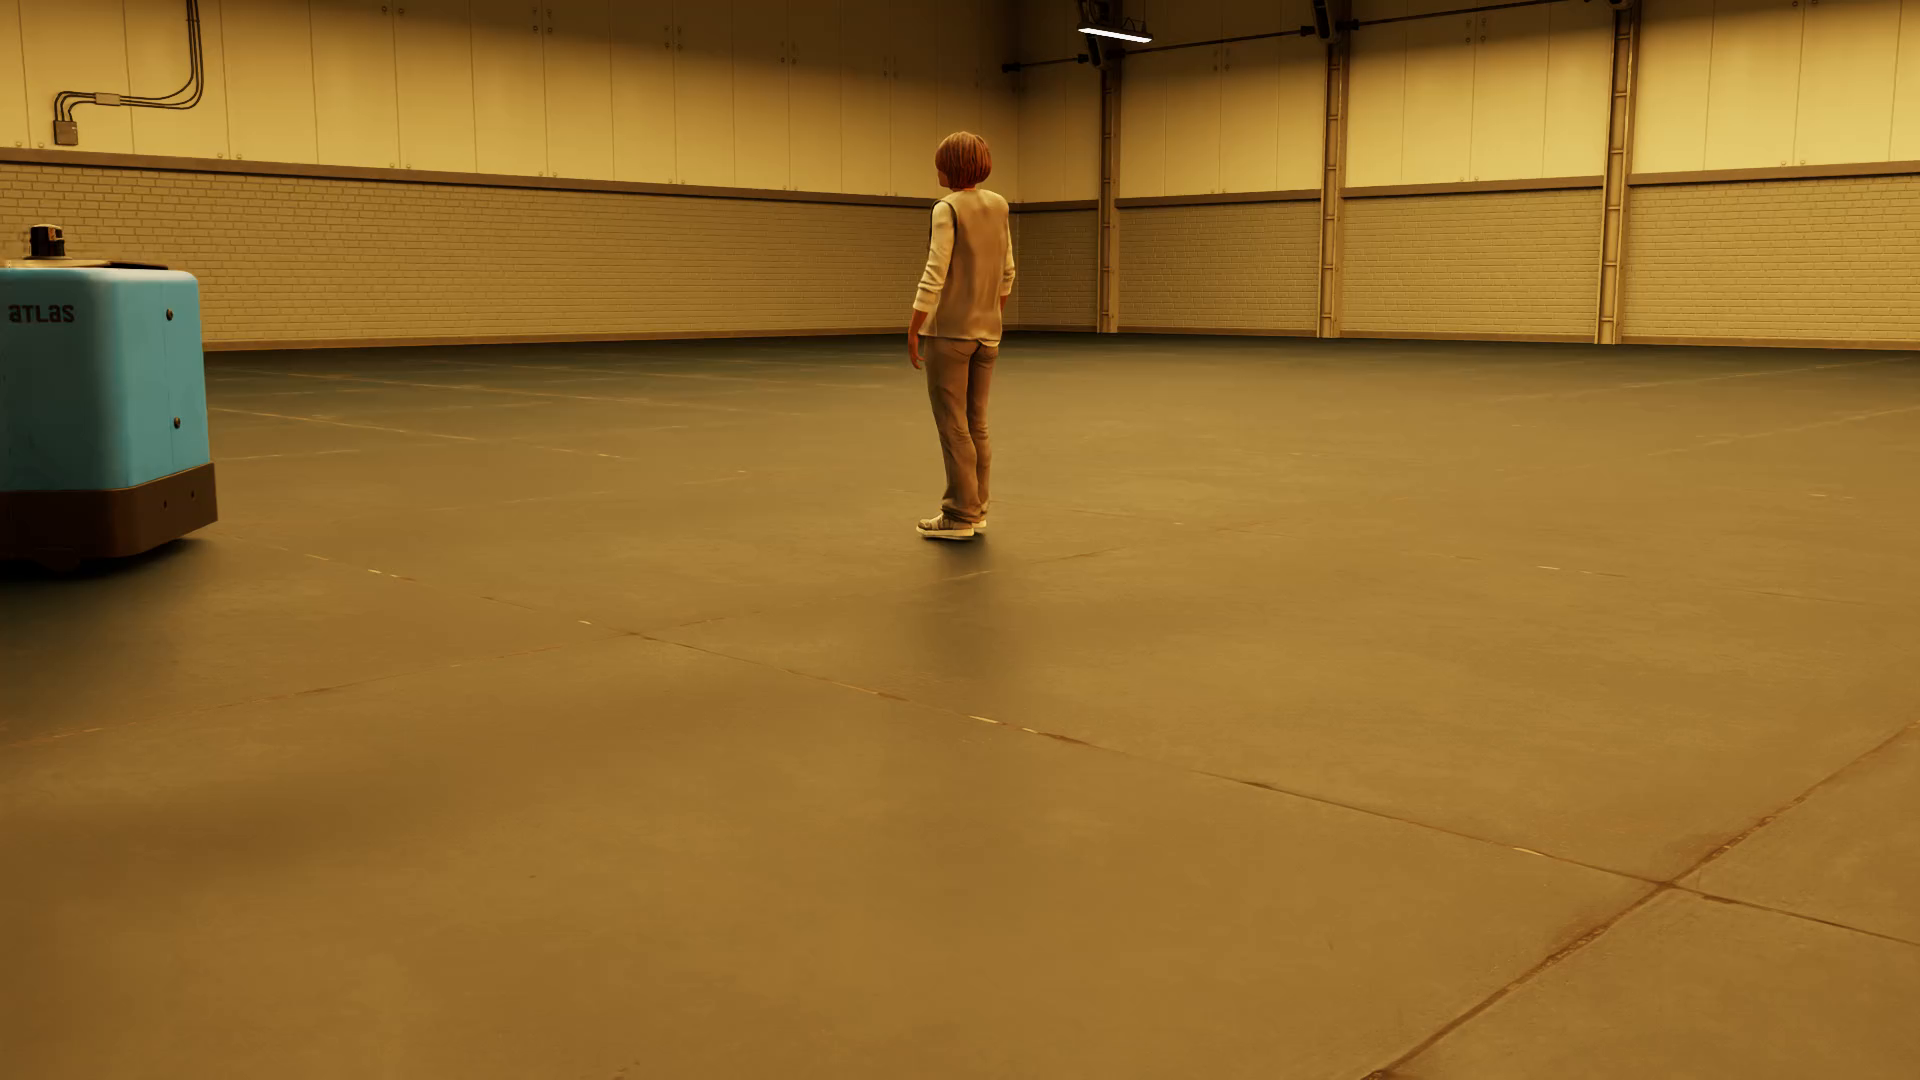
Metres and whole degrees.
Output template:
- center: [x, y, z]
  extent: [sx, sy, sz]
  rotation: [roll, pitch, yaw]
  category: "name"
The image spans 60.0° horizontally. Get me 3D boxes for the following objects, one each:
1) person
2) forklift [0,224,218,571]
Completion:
- center: [-0.044, -0.806, 6.659]
  extent: [0.473, 1.599, 0.521]
  rotation: [8, 12, 43]
  category: "person"
- center: [-4.467, -1.366, 5.942]
  extent: [3.031, 2.935, 1.130]
  rotation: [-1, 9, -7]
  category: "forklift"
